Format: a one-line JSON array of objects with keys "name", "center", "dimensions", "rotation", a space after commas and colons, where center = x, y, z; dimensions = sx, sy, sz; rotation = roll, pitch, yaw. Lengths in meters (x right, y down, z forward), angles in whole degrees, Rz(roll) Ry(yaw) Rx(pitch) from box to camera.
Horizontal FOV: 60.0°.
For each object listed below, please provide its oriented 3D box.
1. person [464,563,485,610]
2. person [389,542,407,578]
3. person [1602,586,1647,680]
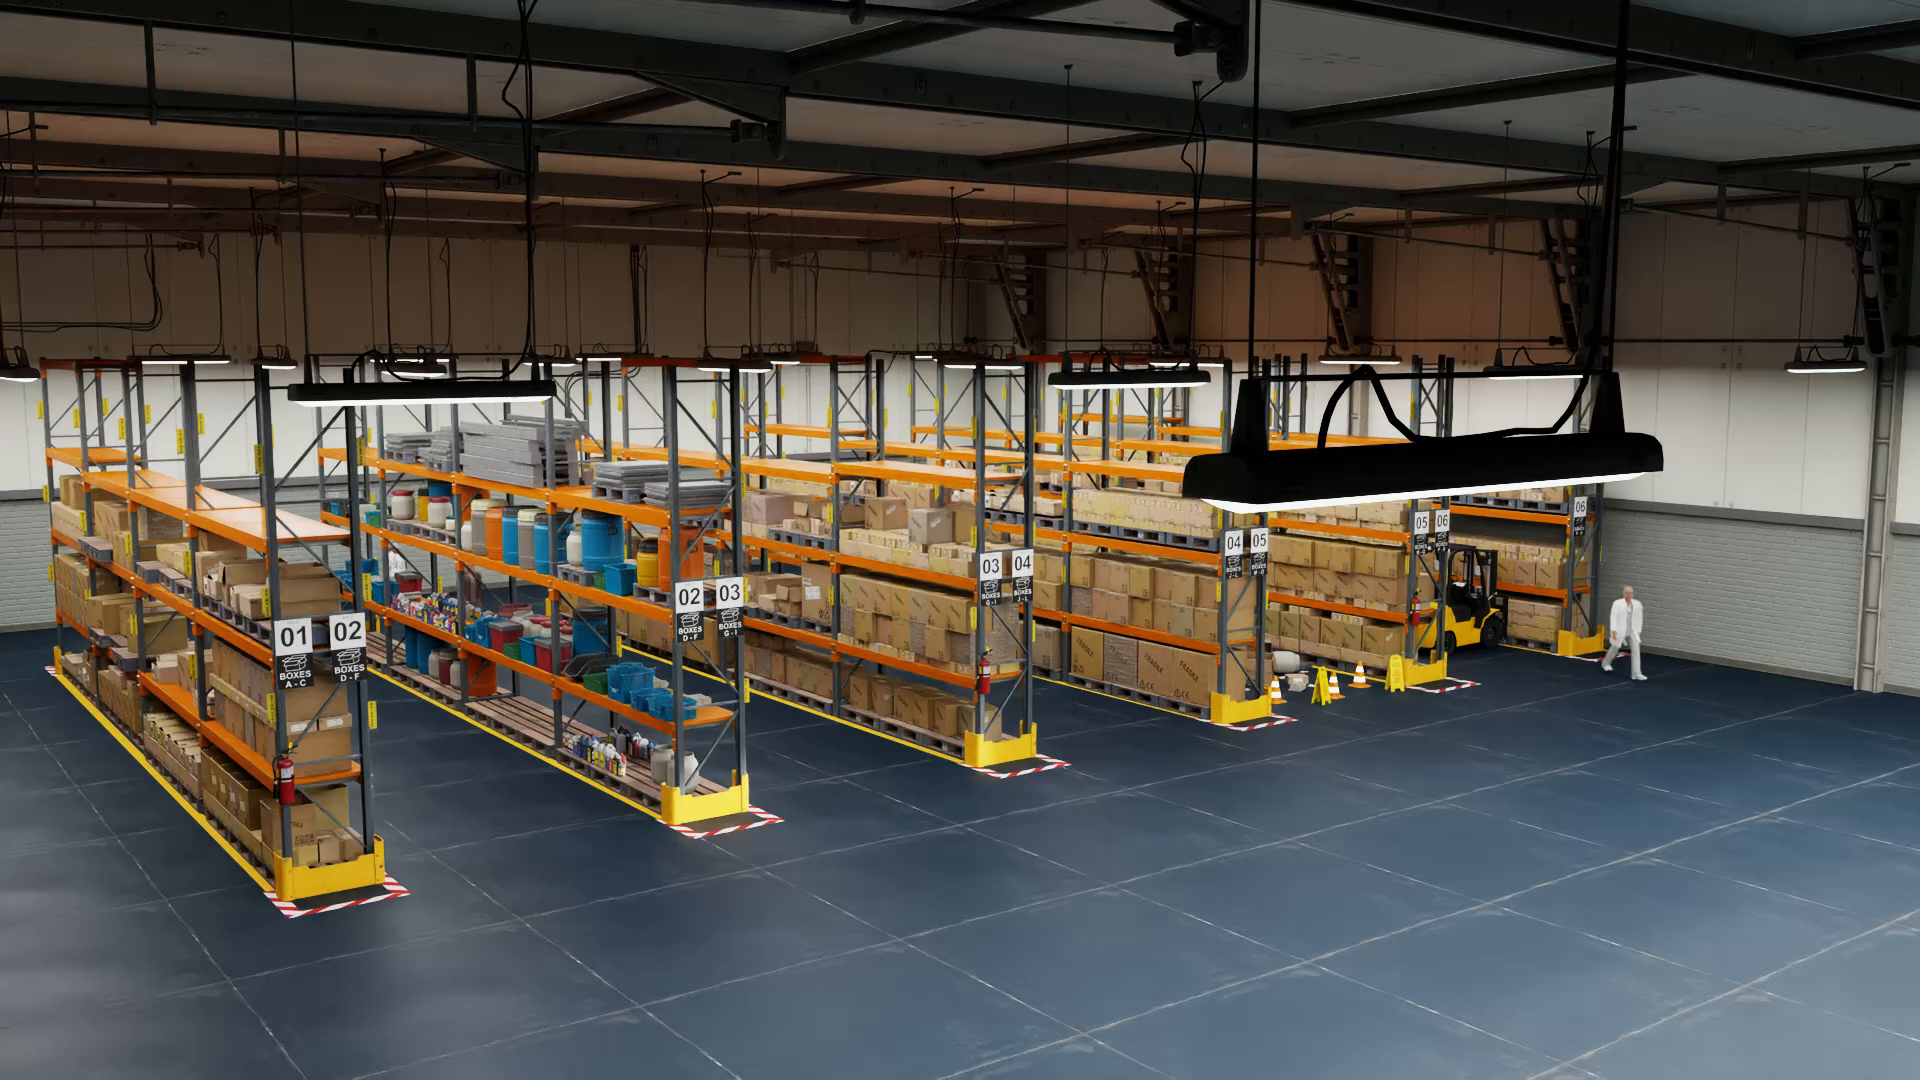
[{"name": "person", "center": [-10.235, 1.284, 34.846], "dimensions": [0.599, 1.713, 1.169], "rotation": [-5, 9, -38]}, {"name": "person", "center": [-13.189, 0.855, 38.733], "dimensions": [0.722, 1.636, 0.491], "rotation": [0, 7, 0]}, {"name": "person", "center": [12.481, 1.718, 31.191], "dimensions": [0.662, 1.720, 1.202], "rotation": [-1, 7, -7]}]
